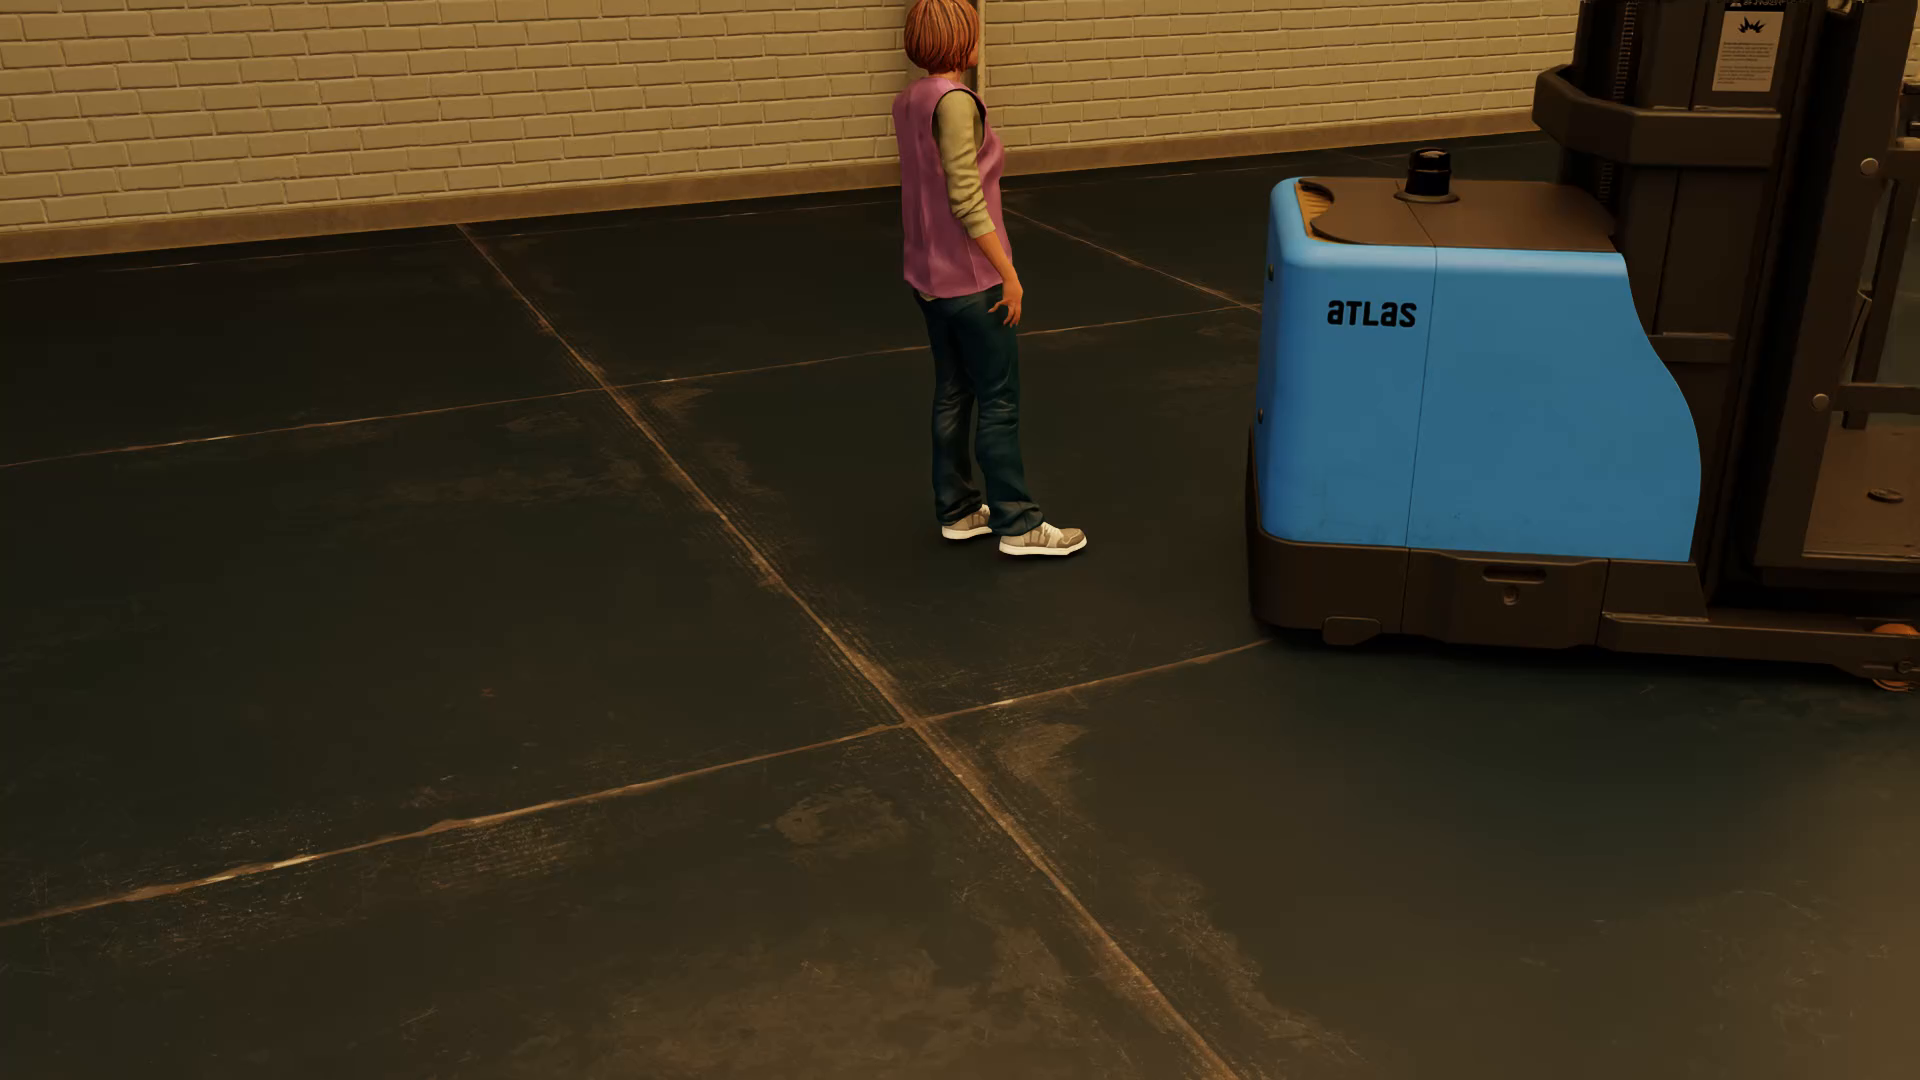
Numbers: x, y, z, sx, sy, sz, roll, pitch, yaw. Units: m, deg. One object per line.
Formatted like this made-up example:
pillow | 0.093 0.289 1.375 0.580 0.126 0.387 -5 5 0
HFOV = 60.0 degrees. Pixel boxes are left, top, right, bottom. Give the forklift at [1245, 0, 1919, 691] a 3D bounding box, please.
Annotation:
forklift | 2.341 -1.181 4.128 3.031 2.935 1.130 3 23 7

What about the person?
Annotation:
person | 0.073 -0.751 4.814 0.476 1.597 0.520 -10 25 -23
